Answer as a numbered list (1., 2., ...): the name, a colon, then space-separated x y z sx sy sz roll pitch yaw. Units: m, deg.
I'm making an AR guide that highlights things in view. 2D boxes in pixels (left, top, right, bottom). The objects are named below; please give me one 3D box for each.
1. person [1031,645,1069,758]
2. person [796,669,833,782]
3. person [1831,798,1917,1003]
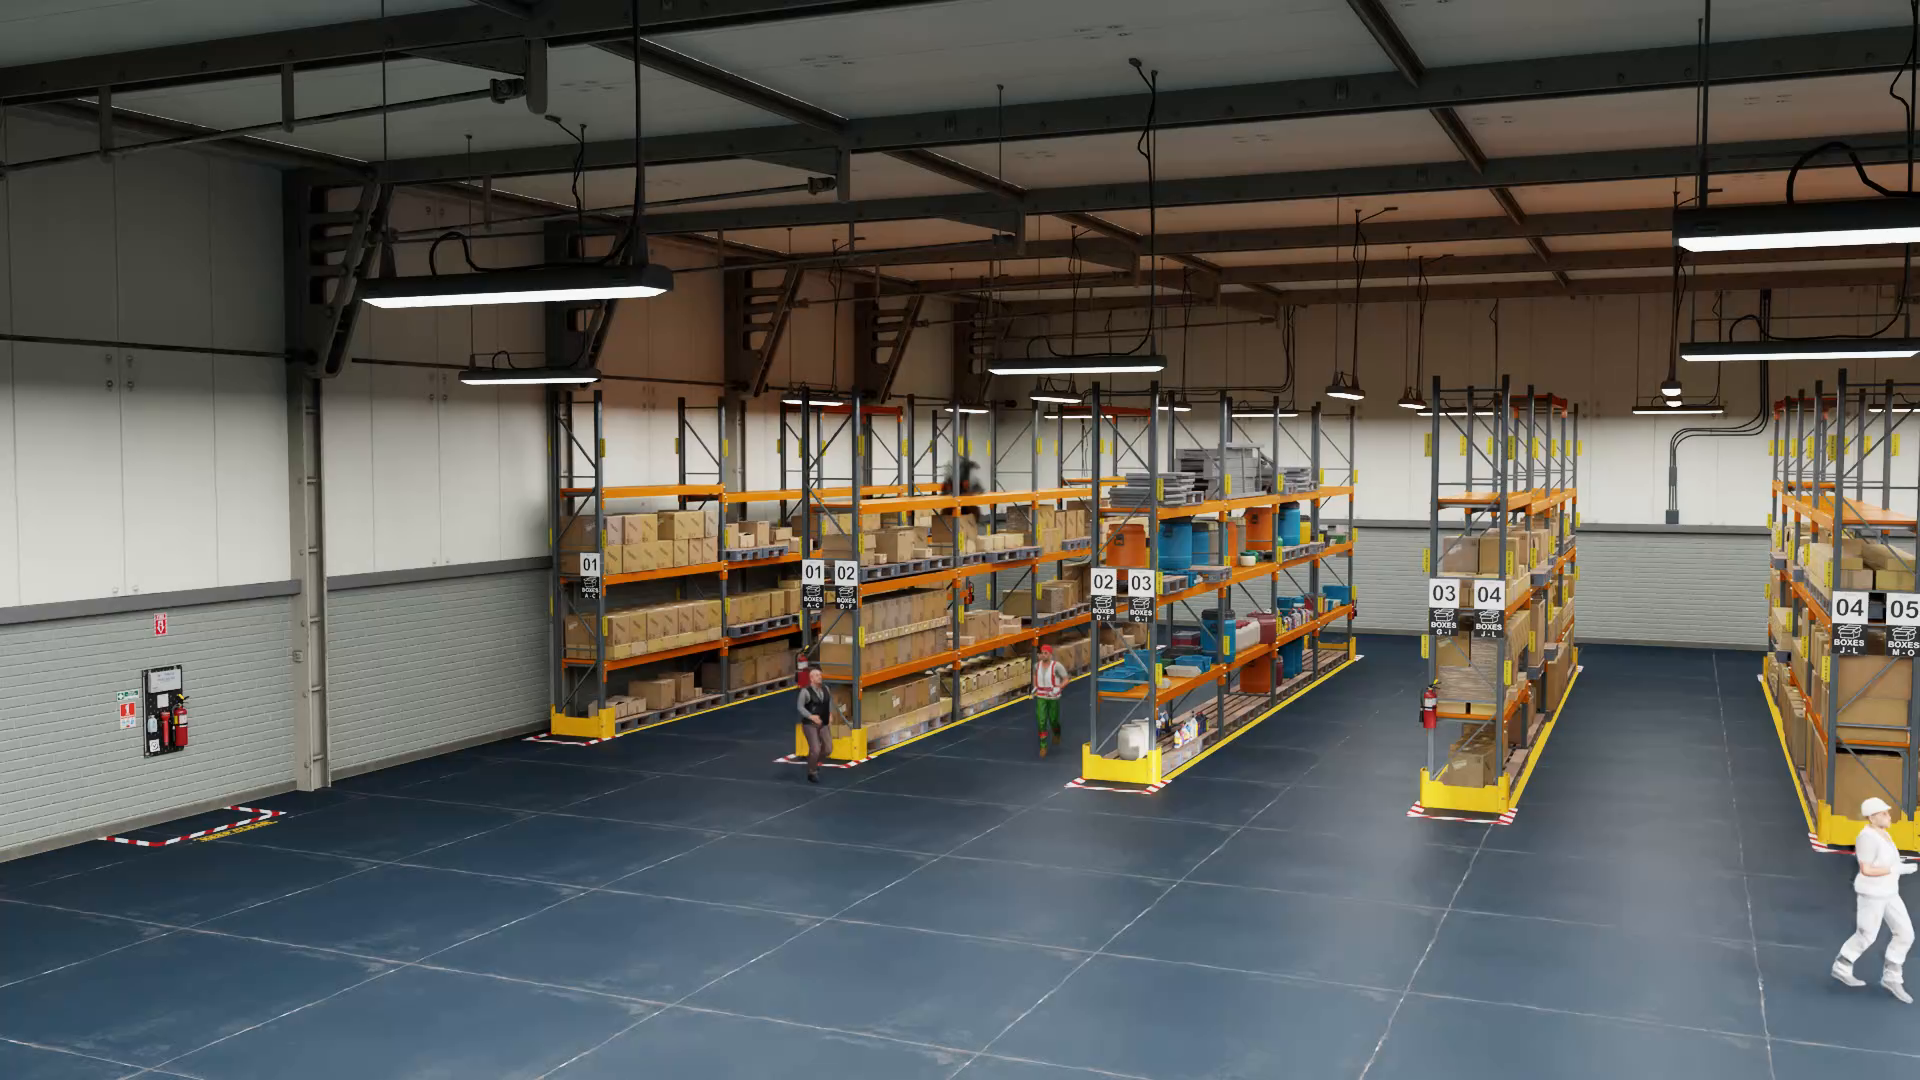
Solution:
1. person: 1.488 2.606 27.258 0.652 1.814 0.861 1 3 21
2. person: -2.145 2.784 25.019 0.696 1.685 0.598 -3 4 -39
3. person: 8.353 3.264 15.139 0.632 1.836 0.736 -2 4 -37
